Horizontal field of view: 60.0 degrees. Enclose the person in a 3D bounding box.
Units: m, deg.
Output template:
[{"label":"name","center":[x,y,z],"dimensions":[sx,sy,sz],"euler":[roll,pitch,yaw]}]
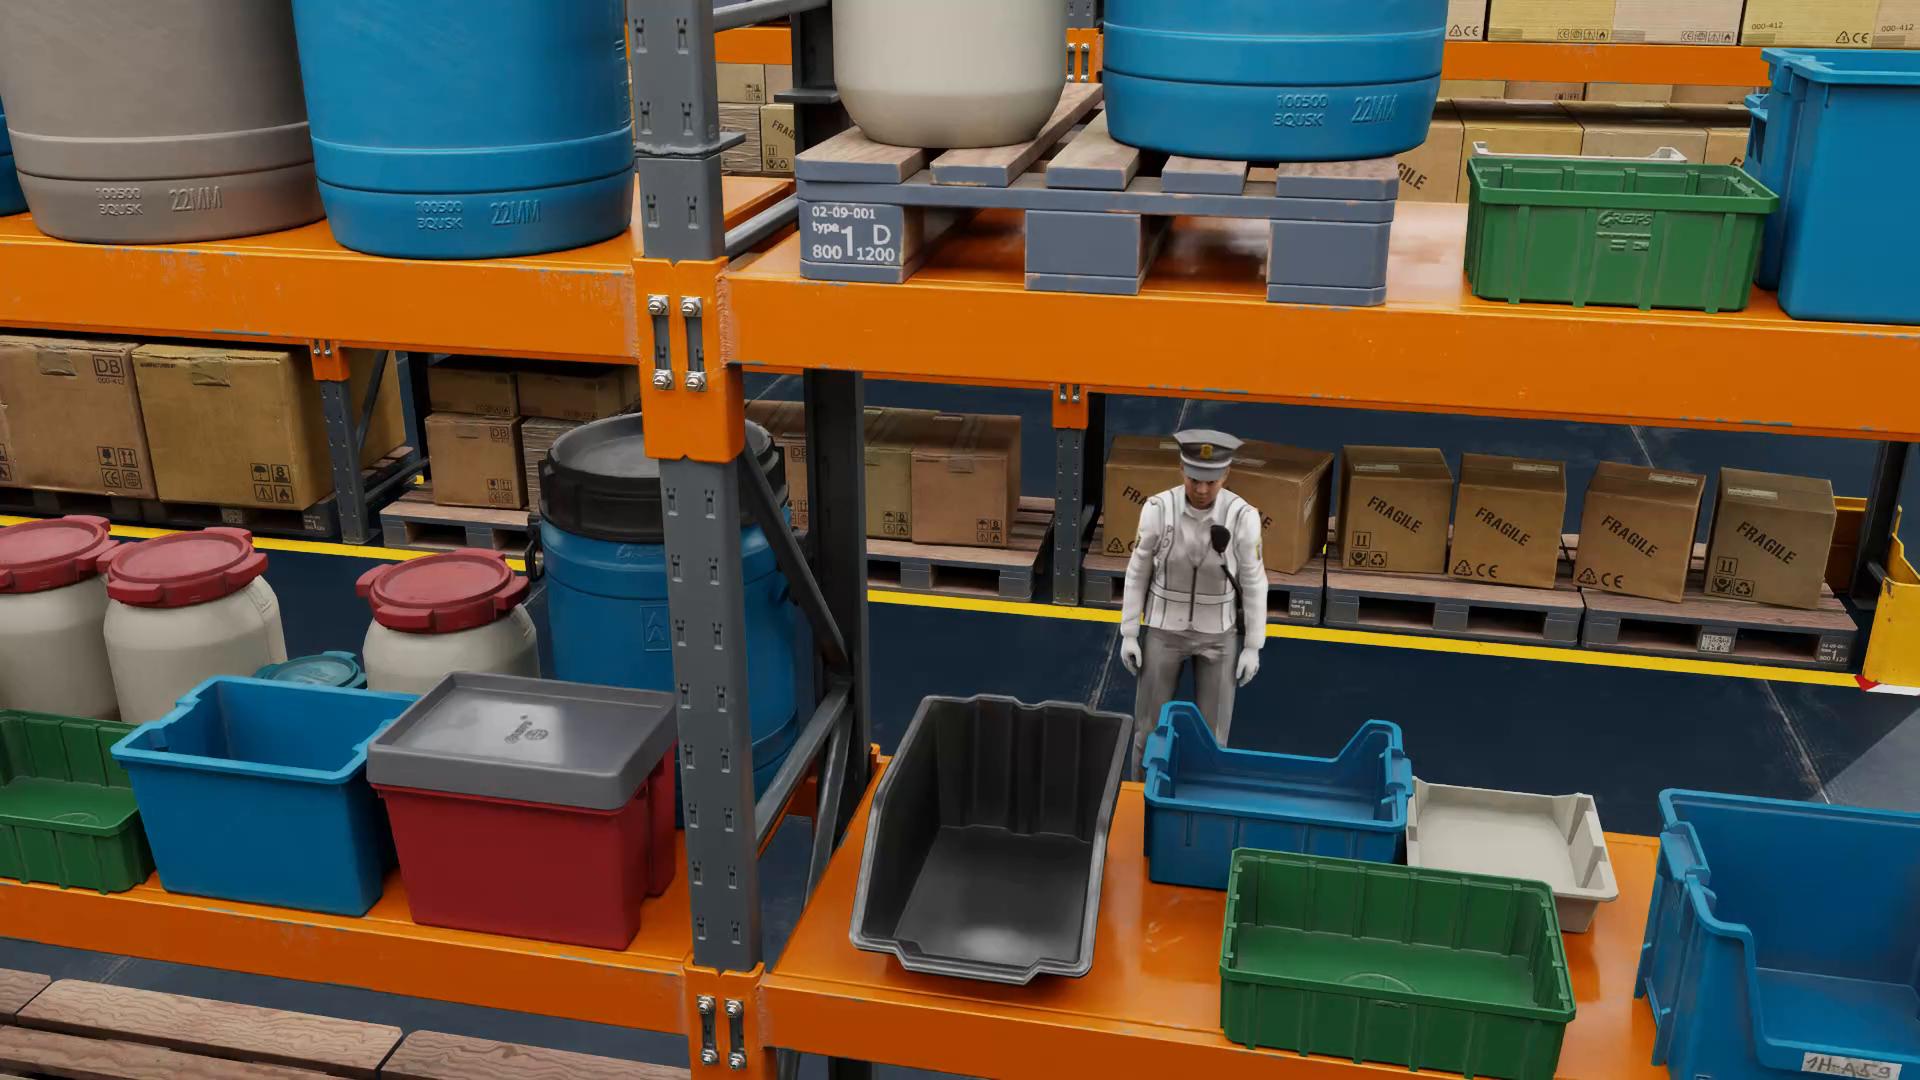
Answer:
[{"label":"person","center":[0.852,0.381,6.123],"dimensions":[0.529,1.663,0.403],"euler":[5,22,11]}]
